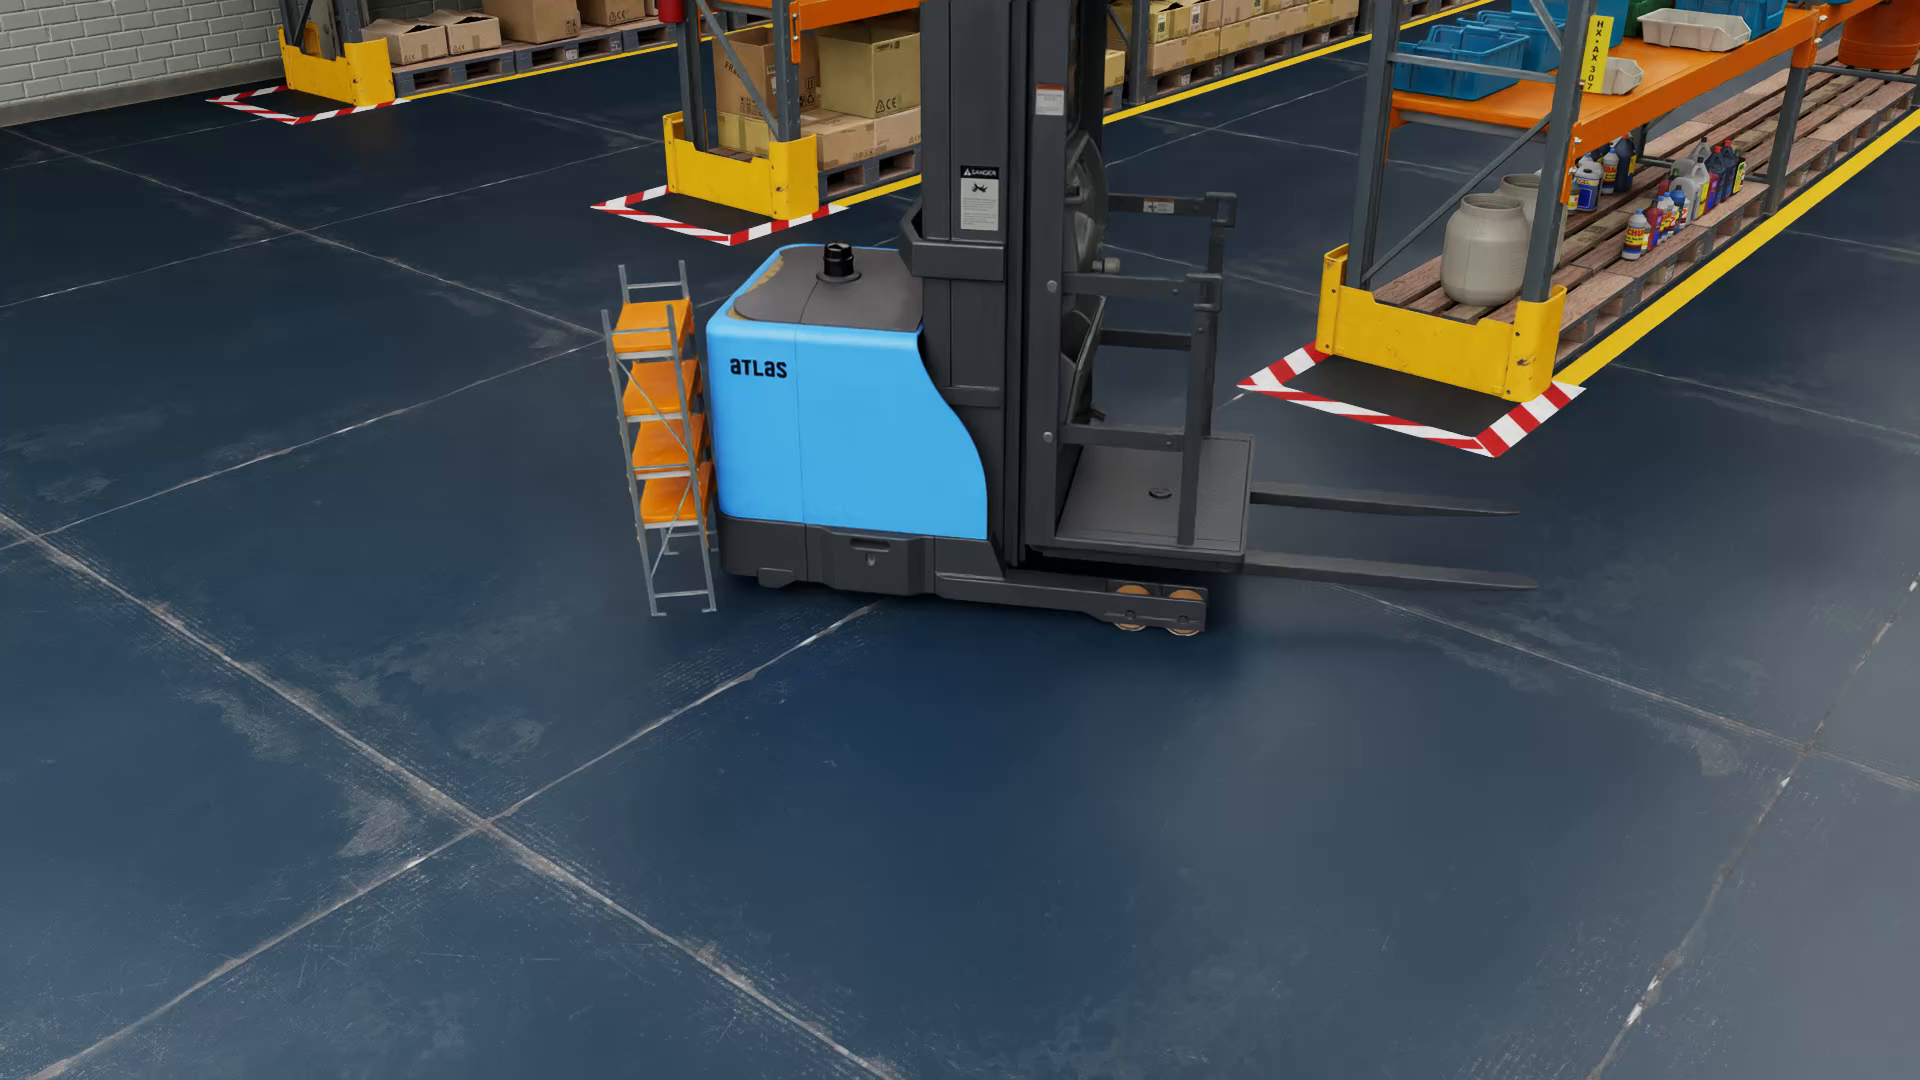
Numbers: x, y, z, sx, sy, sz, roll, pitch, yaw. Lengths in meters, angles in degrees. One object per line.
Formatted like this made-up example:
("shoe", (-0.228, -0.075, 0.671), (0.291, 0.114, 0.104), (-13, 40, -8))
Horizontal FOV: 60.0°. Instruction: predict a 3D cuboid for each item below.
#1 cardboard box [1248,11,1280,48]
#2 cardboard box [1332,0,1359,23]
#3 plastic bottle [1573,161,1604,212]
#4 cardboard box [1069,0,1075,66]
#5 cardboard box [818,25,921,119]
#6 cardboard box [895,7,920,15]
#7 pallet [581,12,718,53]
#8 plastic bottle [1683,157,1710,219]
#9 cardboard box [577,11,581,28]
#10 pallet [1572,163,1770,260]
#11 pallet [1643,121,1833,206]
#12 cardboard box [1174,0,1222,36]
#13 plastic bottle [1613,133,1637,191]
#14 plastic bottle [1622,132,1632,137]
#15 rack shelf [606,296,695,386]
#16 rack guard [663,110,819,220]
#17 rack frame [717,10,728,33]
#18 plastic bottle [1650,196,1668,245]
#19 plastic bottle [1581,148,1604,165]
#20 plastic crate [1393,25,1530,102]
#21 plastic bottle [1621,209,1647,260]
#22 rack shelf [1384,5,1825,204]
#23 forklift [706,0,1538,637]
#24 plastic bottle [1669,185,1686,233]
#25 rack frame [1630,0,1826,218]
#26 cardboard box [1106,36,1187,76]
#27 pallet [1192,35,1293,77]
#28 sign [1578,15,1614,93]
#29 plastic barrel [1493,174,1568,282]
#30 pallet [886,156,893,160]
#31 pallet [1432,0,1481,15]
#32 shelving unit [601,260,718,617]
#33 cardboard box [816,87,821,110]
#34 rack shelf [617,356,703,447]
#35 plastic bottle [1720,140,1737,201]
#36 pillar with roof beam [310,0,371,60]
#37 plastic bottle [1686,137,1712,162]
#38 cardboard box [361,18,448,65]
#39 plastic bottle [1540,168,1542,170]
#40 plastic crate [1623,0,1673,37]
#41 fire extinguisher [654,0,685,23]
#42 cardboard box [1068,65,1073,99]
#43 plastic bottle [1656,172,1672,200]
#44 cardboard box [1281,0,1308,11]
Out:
("cardboard box", (2.525, -4.624, 14.959), (0.500, 0.250, 0.500), (22, 34, 35))
("cardboard box", (3.497, -5.168, 16.011), (0.500, 0.250, 0.500), (22, 34, 36))
("plastic bottle", (3.825, -2.162, 10.151), (0.152, 0.276, 0.135), (21, 34, 34))
("cardboard box", (0.646, -3.939, 12.819), (0.500, 0.500, 0.500), (21, 34, 34))
("cardboard box", (-0.616, -3.226, 11.440), (0.500, 0.500, 0.500), (21, 34, 34))
("cardboard box", (-0.390, -3.736, 12.426), (0.500, 0.500, 0.500), (21, 34, 34))
("pallet", (-3.125, -5.002, 16.189), (1.003, 0.211, 1.213), (21, 34, 34))
("plastic bottle", (4.404, -2.117, 9.982), (0.144, 0.351, 0.185), (21, 34, 34))
("cardboard box", (-3.758, -4.857, 15.498), (0.380, 0.149, 0.250), (18, 32, 30))
("pallet", (4.460, -2.129, 10.636), (1.003, 0.211, 1.213), (21, 34, 34))
("pallet", (5.389, -2.645, 11.633), (1.003, 0.211, 1.213), (21, 34, 34))
("cardboard box", (1.877, -4.507, 14.122), (0.500, 0.311, 0.500), (20, 34, 34))
("plastic bottle", (4.197, -2.405, 10.539), (0.144, 0.351, 0.185), (21, 34, 34))
("plastic bottle", (4.378, -2.592, 10.987), (0.097, 0.271, 0.097), (0, 27, 0))
("rack shelf", (-1.102, -0.719, 5.963), (0.258, 0.148, 0.480), (-5, 27, -2))
("rack guard", (-1.460, -2.506, 11.049), (1.175, 0.500, 0.348), (21, 34, 34))
("rack frame", (-2.726, -6.489, 16.029), (1.000, 3.000, 0.127), (21, 34, 34))
("plastic bottle", (3.986, -1.832, 9.518), (0.097, 0.271, 0.097), (0, 27, 0))
("plastic bottle", (3.965, -2.381, 10.491), (0.144, 0.351, 0.185), (19, 33, 32))
("plastic crate", (2.462, -2.374, 8.237), (0.499, 0.251, 0.616), (21, 34, 34))
("plastic bottle", (3.768, -1.711, 9.283), (0.097, 0.271, 0.097), (0, 27, 0))
("rack shelf", (3.647, -2.565, 9.227), (1.077, 0.370, 4.000), (21, 34, 34))
("forklift", (0.640, -1.216, 5.911), (3.031, 2.935, 1.130), (5, 28, 10))
("plastic bottle", (4.179, -1.940, 9.725), (0.097, 0.271, 0.097), (0, 27, 0))
("rack frame", (4.919, -3.594, 10.432), (1.000, 3.000, 0.127), (21, 34, 34))
("cardboard box", (1.547, -4.078, 13.905), (0.500, 0.250, 0.500), (20, 33, 33))
("pallet", (2.313, -4.511, 15.240), (1.003, 0.211, 1.213), (21, 34, 34))
("sign", (2.796, -2.136, 7.313), (0.100, 0.325, 0.005), (21, 34, 34))
("plastic barrel", (3.053, -1.690, 9.003), (0.421, 0.512, 0.421), (0, 27, 0))
("pallet", (-0.215, -3.100, 12.512), (1.003, 0.211, 1.213), (21, 34, 34))
("pallet", (4.924, -5.906, 17.938), (1.003, 0.211, 1.213), (21, 34, 34))
("shelving unit", (-1.079, -0.371, 6.145), (0.258, 1.200, 0.503), (-5, 27, -2))
("cardboard box", (-1.023, -3.047, 11.911), (0.500, 0.250, 0.500), (21, 34, 34))
("rack shelf", (-1.088, -0.509, 6.073), (0.258, 0.148, 0.480), (-5, 27, -2))
("plastic bottle", (4.732, -2.300, 10.335), (0.144, 0.351, 0.185), (20, 33, 33))
("pillar with roof beam", (-2.170, -6.978, 10.445), (9.100, 9.000, 0.400), (21, 34, 34))
("plastic bottle", (4.621, -2.342, 10.417), (0.144, 0.351, 0.185), (21, 34, 34))
("cardboard box", (-4.760, -4.291, 14.228), (0.500, 0.311, 0.500), (17, 32, 29))
("plastic bottle", (3.577, -2.164, 10.073), (0.144, 0.351, 0.185), (22, 35, 36))
("plastic crate", (3.838, -3.101, 9.710), (0.450, 0.188, 0.662), (21, 34, 34))
("fire extinguisher", (-1.879, -3.684, 10.691), (0.296, 0.674, 0.183), (21, 34, 34))
("cardboard box", (0.647, -3.605, 12.990), (0.500, 0.250, 0.500), (21, 34, 34))
("plastic bottle", (4.215, -2.062, 9.949), (0.061, 0.283, 0.133), (21, 34, 34))
("cardboard box", (2.852, -5.053, 15.178), (0.500, 0.311, 0.500), (20, 34, 34))
